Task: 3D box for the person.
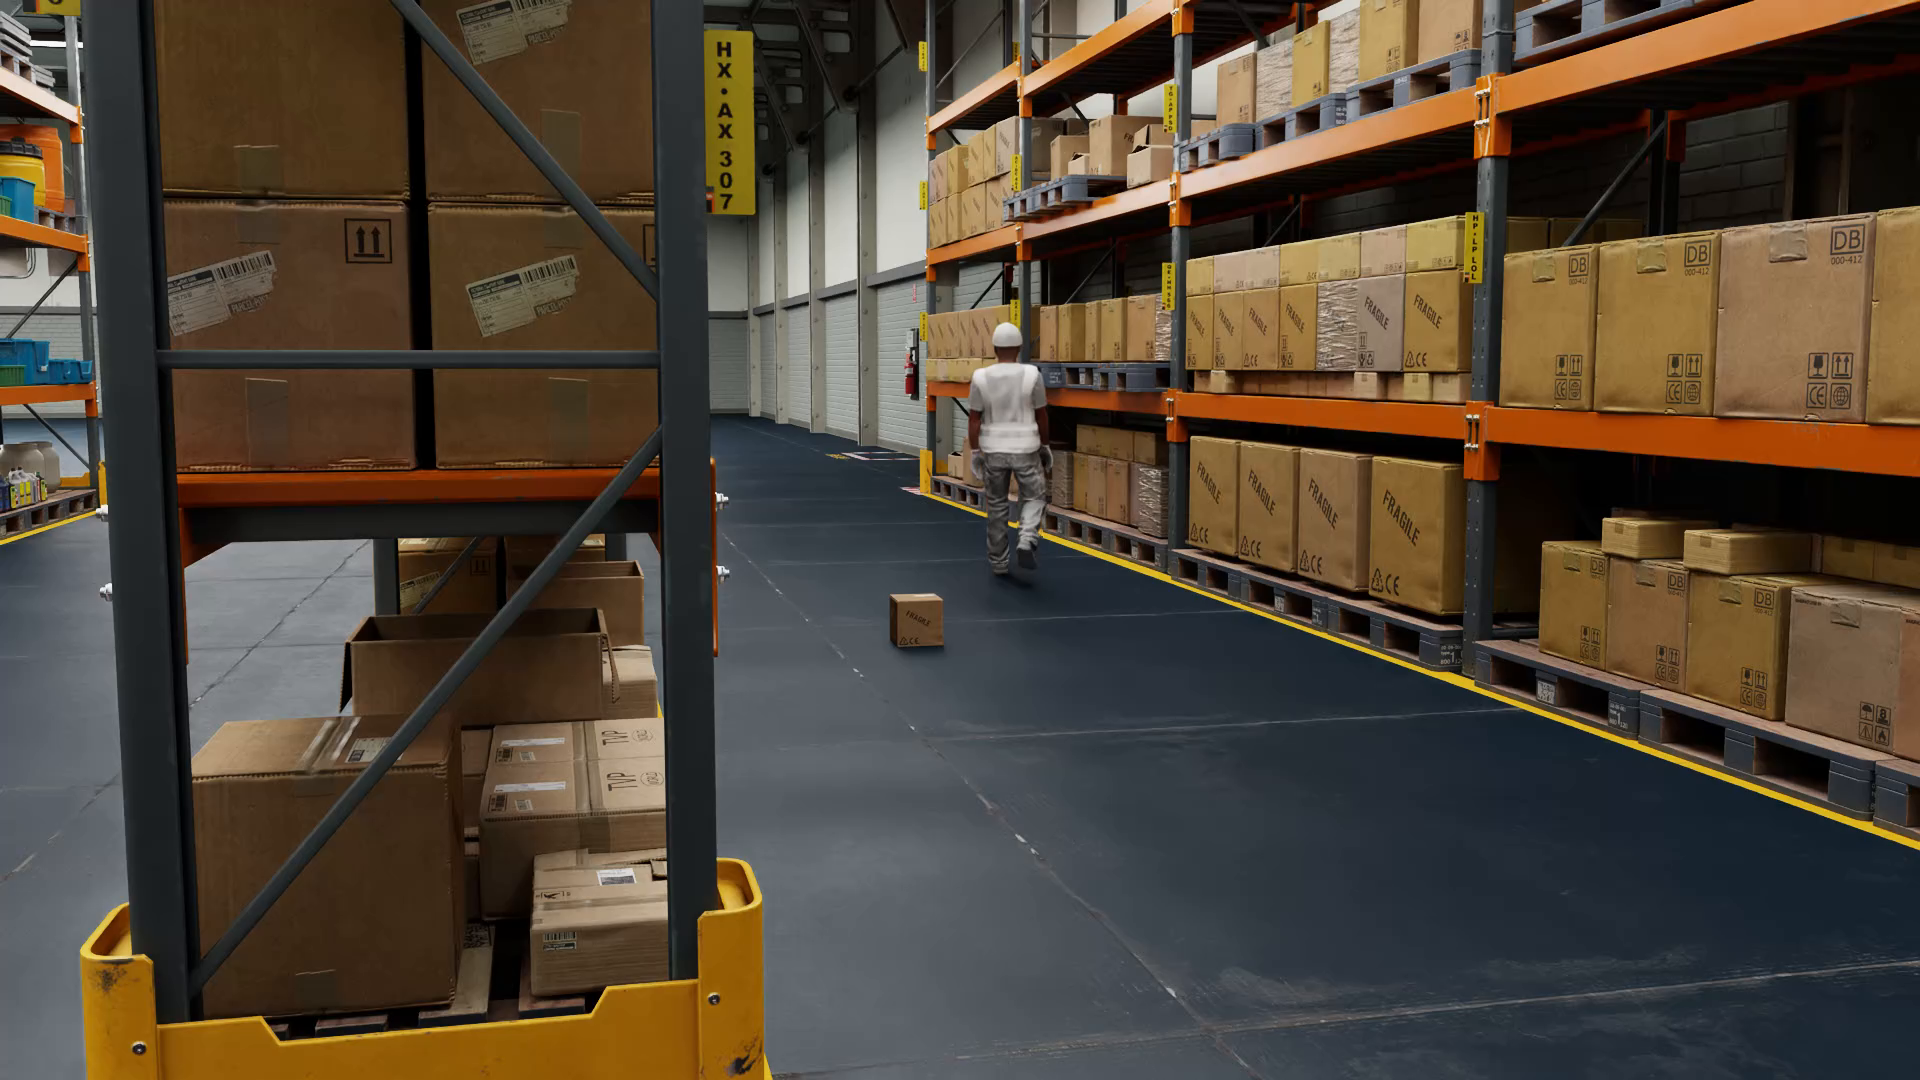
[{"bbox_3d":[0.359,-0.621,11.579,0.572,1.768,0.804,1,6,11],"label":"person"}]
